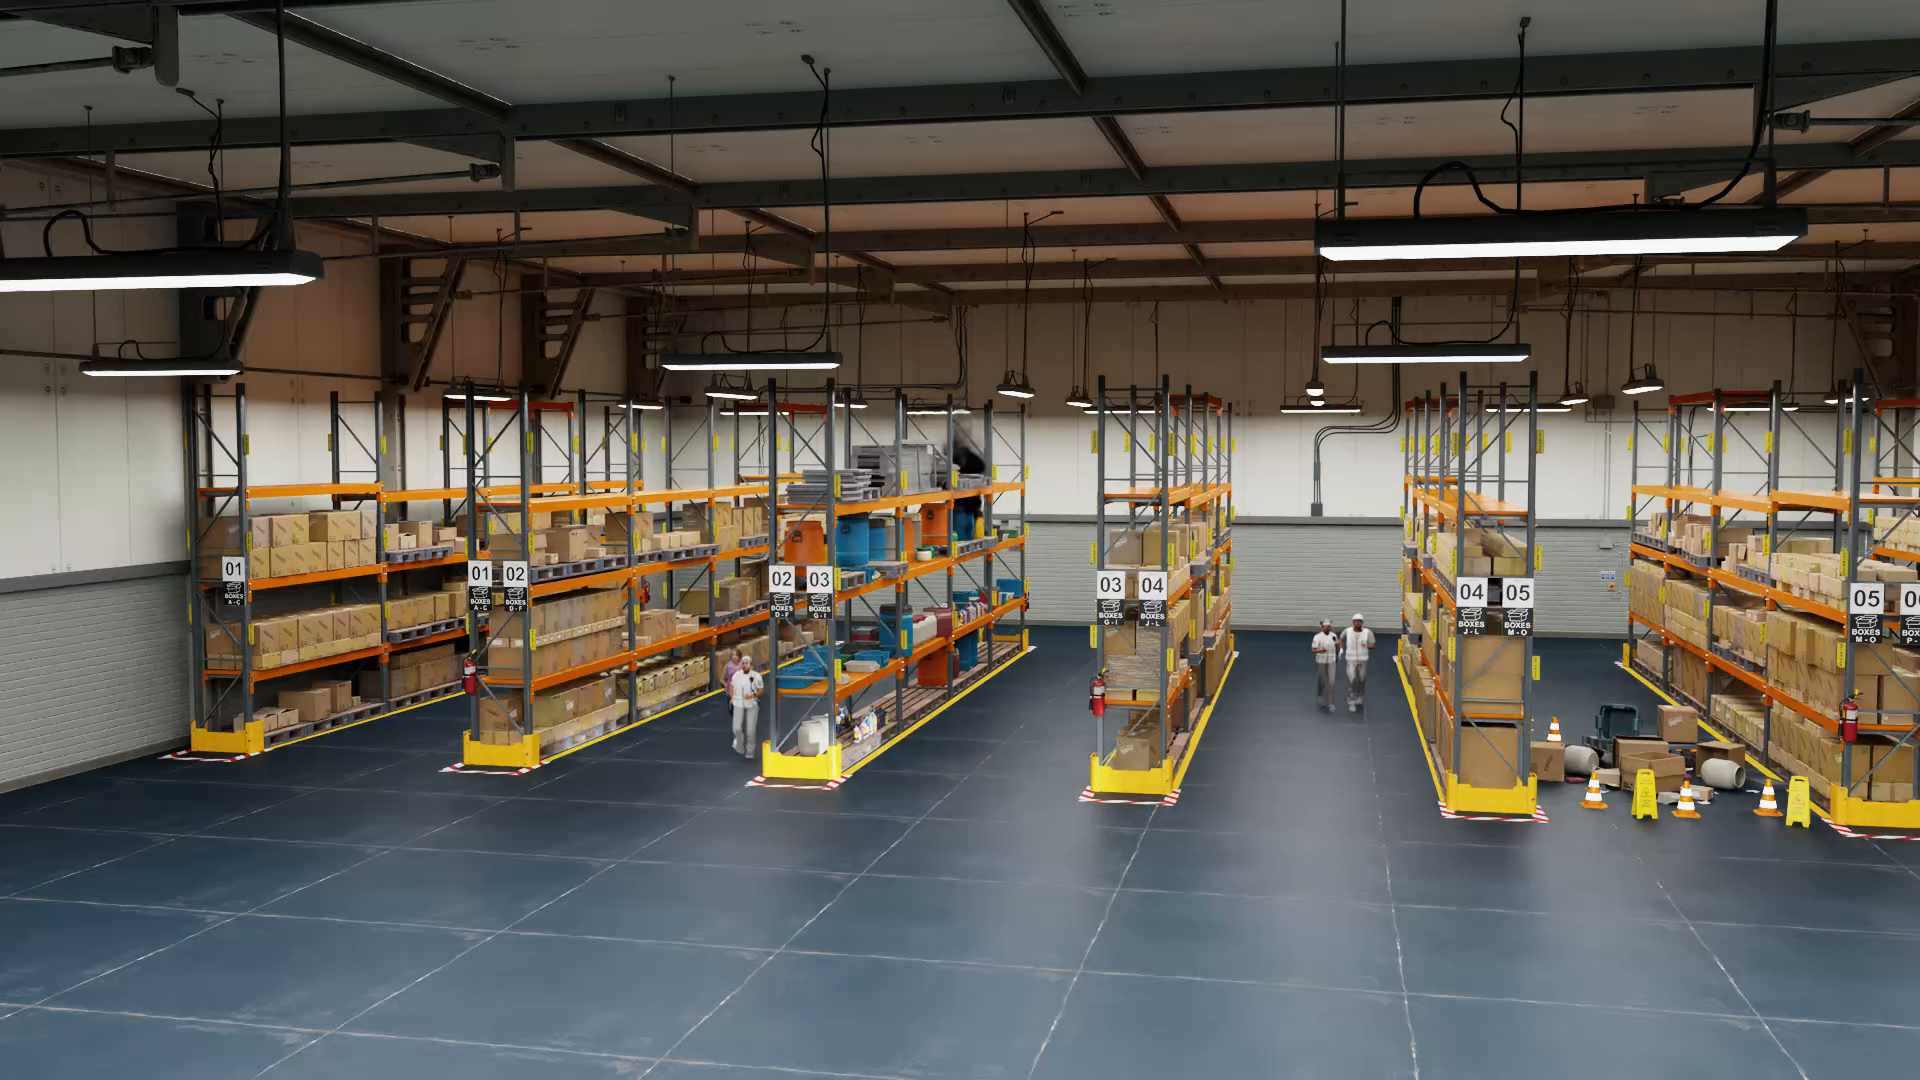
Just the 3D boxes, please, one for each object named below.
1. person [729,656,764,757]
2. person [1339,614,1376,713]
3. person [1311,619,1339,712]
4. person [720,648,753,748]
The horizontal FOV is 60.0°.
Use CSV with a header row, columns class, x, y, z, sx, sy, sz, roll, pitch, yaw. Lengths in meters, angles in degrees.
class,x,y,z,sx,sy,sz,roll,pitch,yaw
person,-3.429,2.666,26.530,0.592,1.629,0.583,0,3,4
person,7.495,2.300,31.393,0.667,1.829,0.857,0,3,8
person,6.921,2.339,31.450,0.574,1.721,0.883,0,3,2
person,-3.733,2.609,27.848,0.559,1.609,0.857,0,3,2
